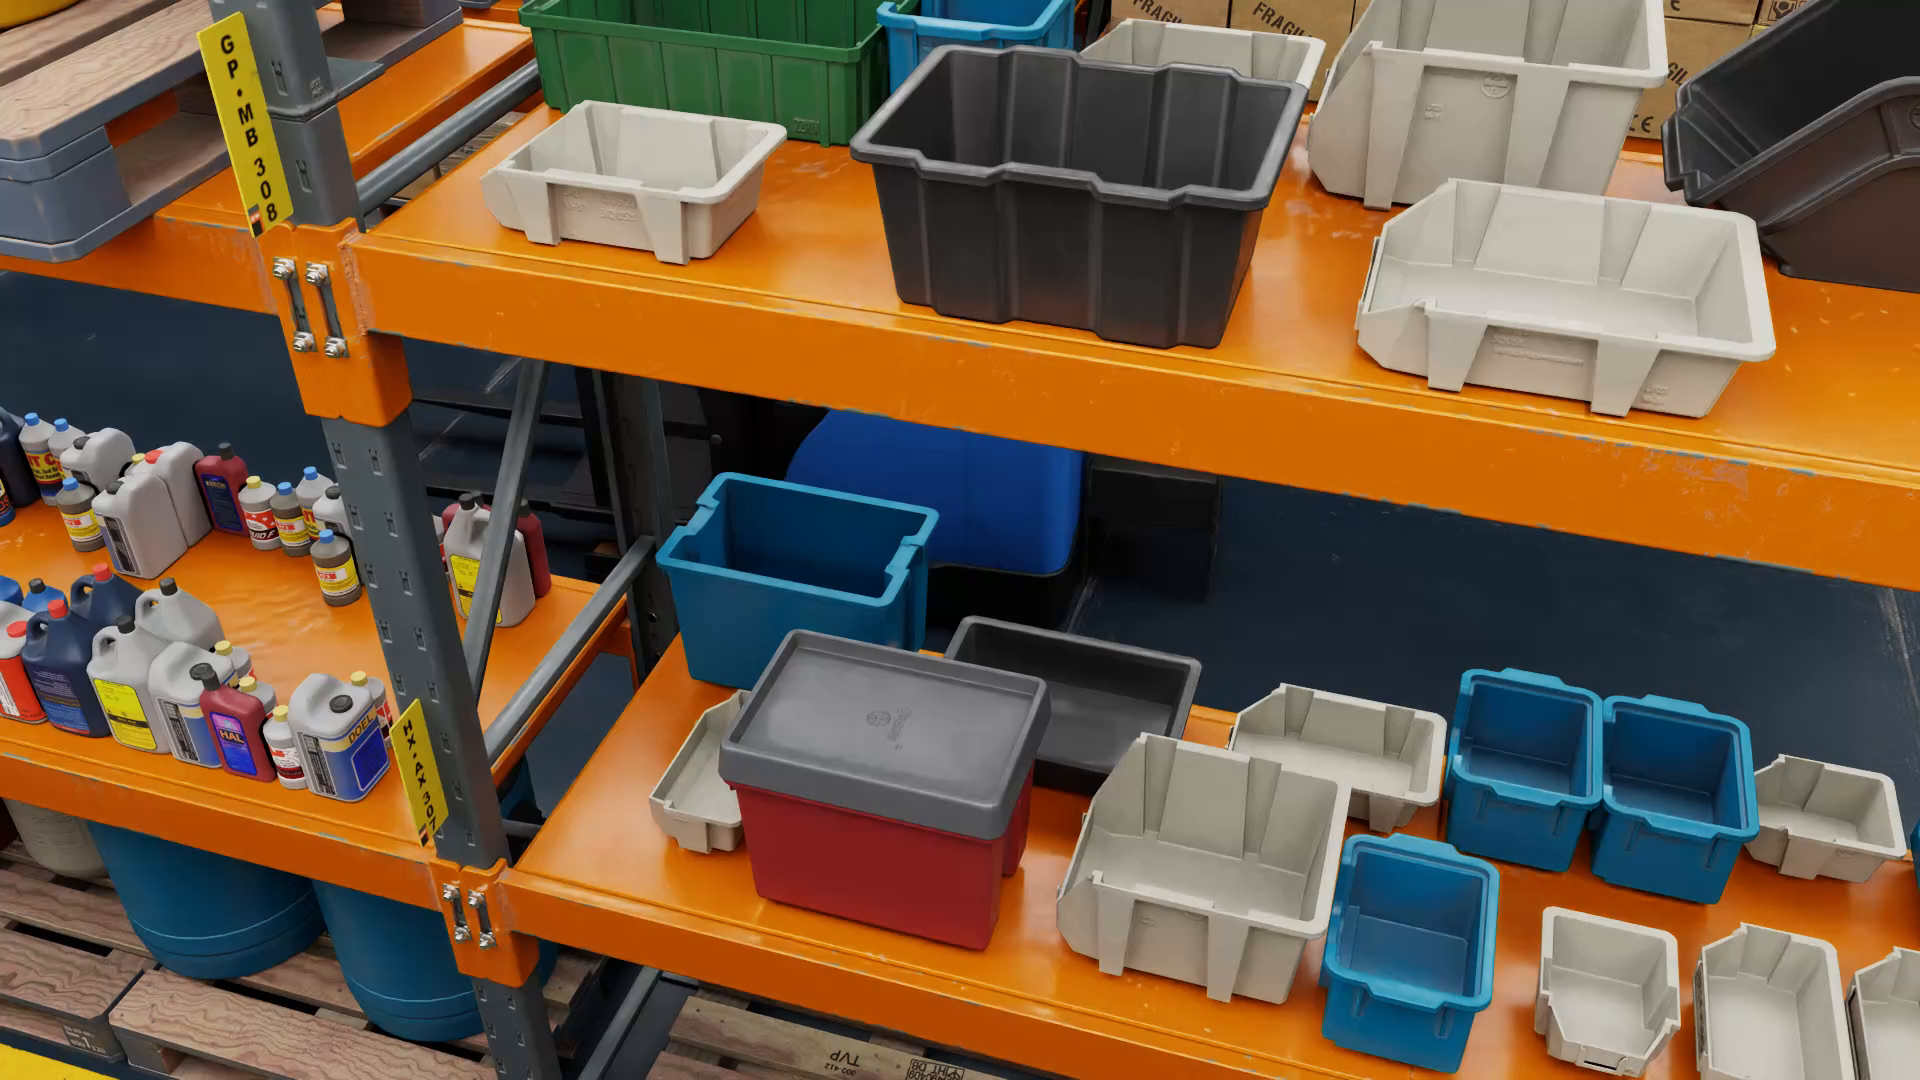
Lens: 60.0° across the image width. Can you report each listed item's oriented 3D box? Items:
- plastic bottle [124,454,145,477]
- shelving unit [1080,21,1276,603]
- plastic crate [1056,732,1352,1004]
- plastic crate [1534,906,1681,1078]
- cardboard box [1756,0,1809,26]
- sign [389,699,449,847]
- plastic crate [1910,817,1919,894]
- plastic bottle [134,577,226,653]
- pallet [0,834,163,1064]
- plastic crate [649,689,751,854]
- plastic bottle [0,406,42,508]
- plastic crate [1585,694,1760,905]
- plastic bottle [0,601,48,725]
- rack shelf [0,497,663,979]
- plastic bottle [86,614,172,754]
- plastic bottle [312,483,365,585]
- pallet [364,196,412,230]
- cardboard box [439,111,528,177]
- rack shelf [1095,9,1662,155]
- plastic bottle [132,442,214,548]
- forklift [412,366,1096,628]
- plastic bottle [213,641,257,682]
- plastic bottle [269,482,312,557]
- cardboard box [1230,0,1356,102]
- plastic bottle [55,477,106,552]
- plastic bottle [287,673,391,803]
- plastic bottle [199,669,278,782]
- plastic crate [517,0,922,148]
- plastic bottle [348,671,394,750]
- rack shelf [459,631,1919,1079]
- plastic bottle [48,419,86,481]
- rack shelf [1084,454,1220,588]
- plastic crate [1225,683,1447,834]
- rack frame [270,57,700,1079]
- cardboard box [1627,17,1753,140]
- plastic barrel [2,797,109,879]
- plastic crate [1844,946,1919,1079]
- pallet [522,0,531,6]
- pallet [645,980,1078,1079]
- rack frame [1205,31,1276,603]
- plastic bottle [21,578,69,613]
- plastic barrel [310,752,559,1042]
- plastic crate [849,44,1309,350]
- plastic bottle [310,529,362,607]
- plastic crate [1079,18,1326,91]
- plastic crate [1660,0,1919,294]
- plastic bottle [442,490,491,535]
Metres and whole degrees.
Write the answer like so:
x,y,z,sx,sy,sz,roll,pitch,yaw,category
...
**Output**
x,y,z,sx,sy,sz,roll,pitch,yaw,category
-2.235,-0.145,4.584,0.097,0.201,0.097,0,36,0,plastic bottle
0.757,-0.750,5.998,0.503,2.100,0.431,7,37,10,shelving unit
0.482,0.670,3.359,0.530,0.282,0.437,10,38,14,plastic crate
1.231,0.883,3.192,0.250,0.136,0.298,10,38,14,plastic crate
3.389,-2.278,6.386,0.500,0.500,0.500,12,38,15,cardboard box
-1.086,0.471,3.345,0.005,0.325,0.100,10,38,14,sign
2.132,0.676,3.392,0.300,0.233,0.416,10,38,14,plastic crate
-1.853,0.233,3.945,0.185,0.351,0.144,10,38,14,plastic bottle
-2.813,1.021,5.185,1.213,0.211,1.003,10,38,14,pallet
-0.519,0.517,3.689,0.243,0.136,0.396,10,38,14,plastic crate
-2.691,-0.275,4.635,0.185,0.351,0.144,10,38,14,plastic bottle
1.503,0.560,3.550,0.300,0.233,0.416,10,38,14,plastic crate
-2.223,0.281,3.942,0.135,0.276,0.152,10,38,14,plastic bottle
-2.830,0.208,4.543,4.000,0.370,1.077,10,38,14,rack shelf
-1.896,0.315,3.834,0.185,0.351,0.144,10,38,14,plastic bottle
-1.598,-0.040,4.379,0.135,0.276,0.152,10,38,14,plastic bottle
-2.557,-1.961,9.236,1.213,0.211,1.003,10,38,14,pallet
-2.407,-2.076,8.778,0.500,0.500,0.500,9,37,12,cardboard box
2.469,-1.887,7.390,4.000,0.370,1.077,10,38,14,rack shelf
-2.133,-0.139,4.513,0.135,0.276,0.152,10,38,14,plastic bottle
-0.988,-1.278,6.014,3.031,2.935,1.130,7,37,10,forklift
-1.722,0.327,3.943,0.097,0.201,0.097,0,36,0,plastic bottle
-1.794,-0.063,4.473,0.097,0.201,0.097,0,36,0,plastic bottle
1.455,-2.237,7.175,0.500,0.500,0.500,11,38,15,cardboard box
-2.373,-0.076,4.491,0.097,0.201,0.097,0,36,0,plastic bottle
-1.393,0.435,3.733,0.135,0.276,0.152,10,38,14,plastic bottle
-1.628,0.417,3.751,0.133,0.283,0.061,10,38,14,plastic bottle
-0.426,-0.947,3.154,0.662,0.188,0.450,10,38,14,plastic crate
-1.374,0.391,3.855,0.097,0.201,0.097,0,36,0,plastic bottle
0.988,0.915,3.583,4.000,0.370,1.077,10,38,14,rack shelf
-2.457,-0.214,4.619,0.097,0.271,0.097,0,36,0,plastic bottle
0.757,-0.175,6.421,0.480,0.518,0.431,7,37,10,rack shelf
0.831,0.492,3.723,0.466,0.136,0.293,10,38,14,plastic crate
-0.921,0.272,3.850,0.127,3.000,1.000,10,38,14,rack frame
2.899,-1.969,6.811,0.500,0.500,0.500,11,38,14,cardboard box
-2.623,0.724,4.981,0.421,0.512,0.421,0,36,0,plastic barrel
1.793,0.960,3.087,0.243,0.136,0.396,10,38,14,plastic crate
-1.400,-2.819,8.211,1.213,0.211,1.003,10,38,14,pallet
-0.207,1.503,4.530,1.213,0.211,1.003,10,38,14,pallet
0.995,-0.719,5.956,0.015,2.100,0.400,7,37,10,rack frame
-2.204,0.209,4.043,0.097,0.271,0.097,0,36,0,plastic bottle
-1.435,0.842,4.491,0.708,0.901,0.600,10,38,14,plastic barrel
0.183,-0.509,2.490,0.590,0.269,0.497,10,38,14,plastic crate
-1.618,0.064,4.300,0.097,0.201,0.097,0,36,0,plastic bottle
0.407,-0.820,3.026,0.466,0.136,0.293,10,38,14,plastic crate
1.521,-0.630,2.597,0.767,0.338,0.504,10,38,14,plastic crate
-1.271,-0.011,4.333,0.133,0.283,0.061,10,38,14,plastic bottle
